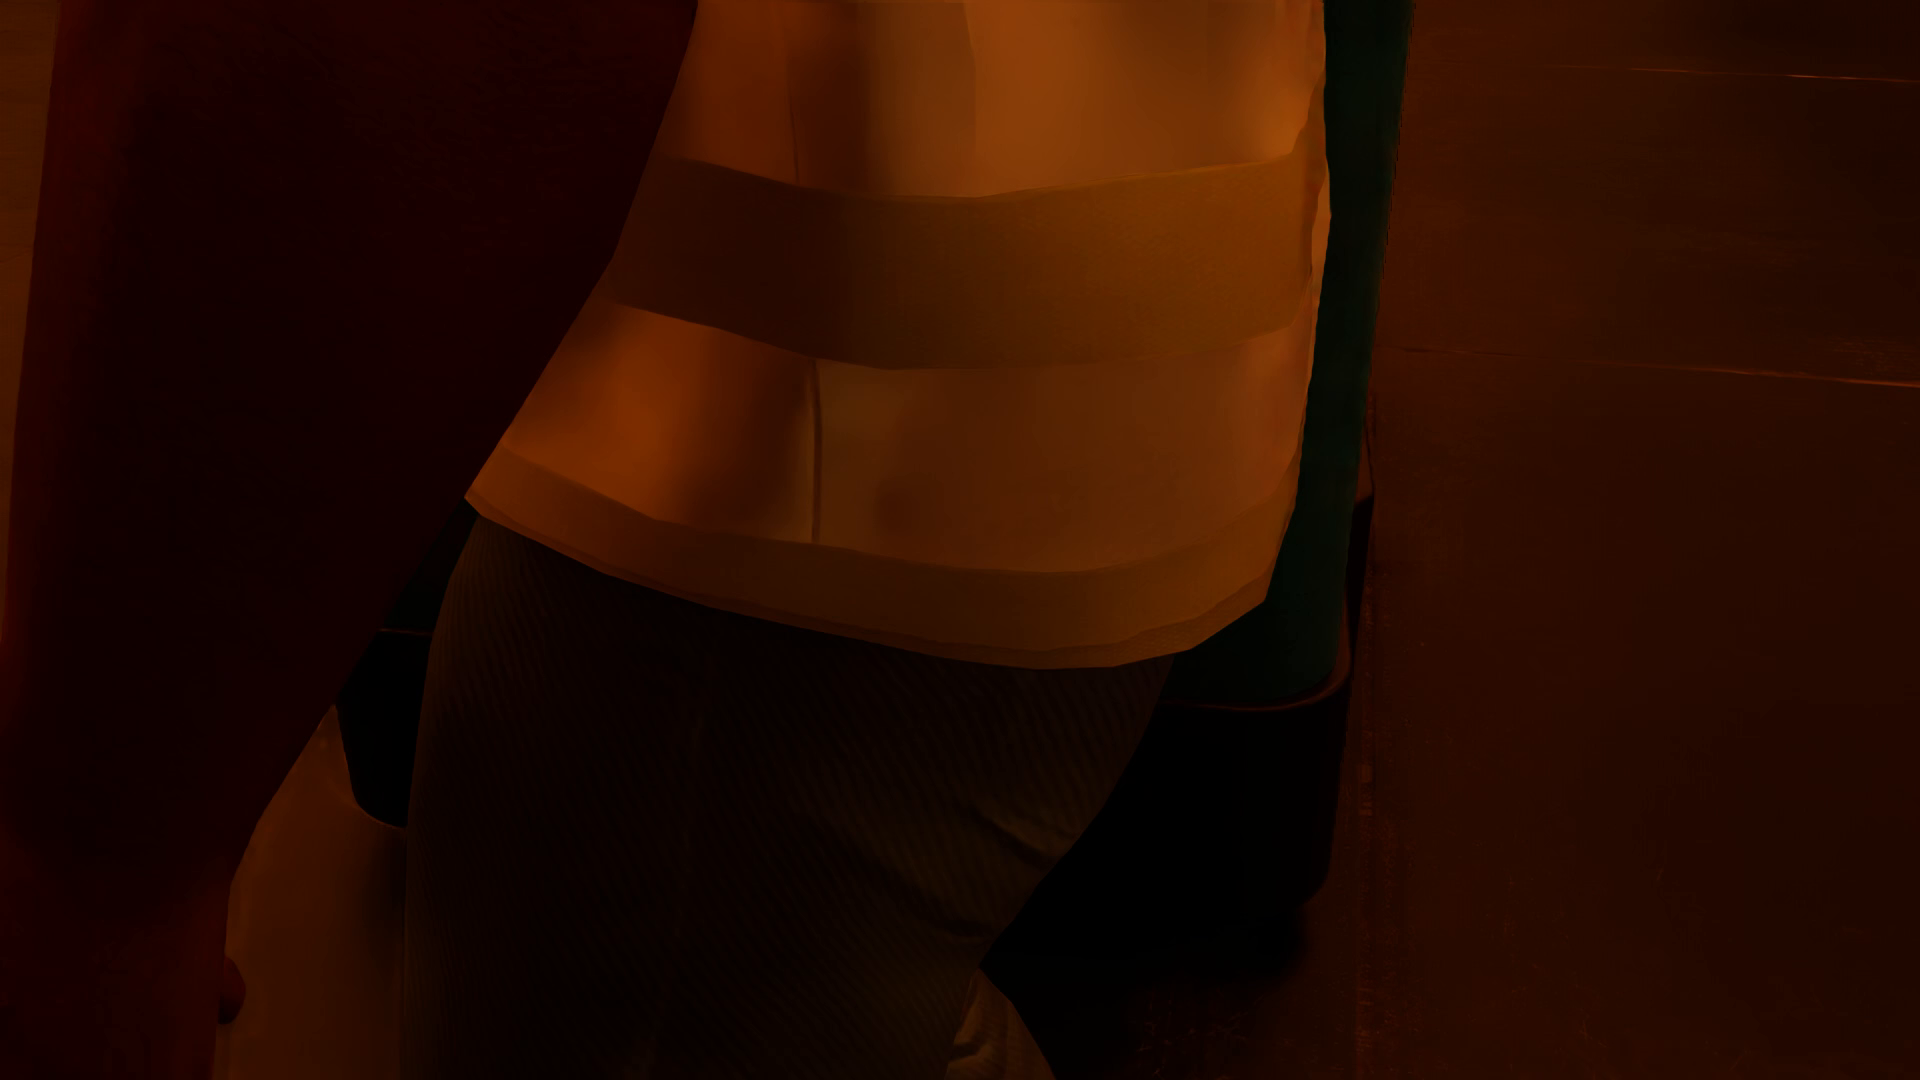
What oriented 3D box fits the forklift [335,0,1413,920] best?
[{"bbox_3d":[0.097,-1.581,2.379,1.130,2.935,3.031,4,27,9],"label":"forklift"}]
